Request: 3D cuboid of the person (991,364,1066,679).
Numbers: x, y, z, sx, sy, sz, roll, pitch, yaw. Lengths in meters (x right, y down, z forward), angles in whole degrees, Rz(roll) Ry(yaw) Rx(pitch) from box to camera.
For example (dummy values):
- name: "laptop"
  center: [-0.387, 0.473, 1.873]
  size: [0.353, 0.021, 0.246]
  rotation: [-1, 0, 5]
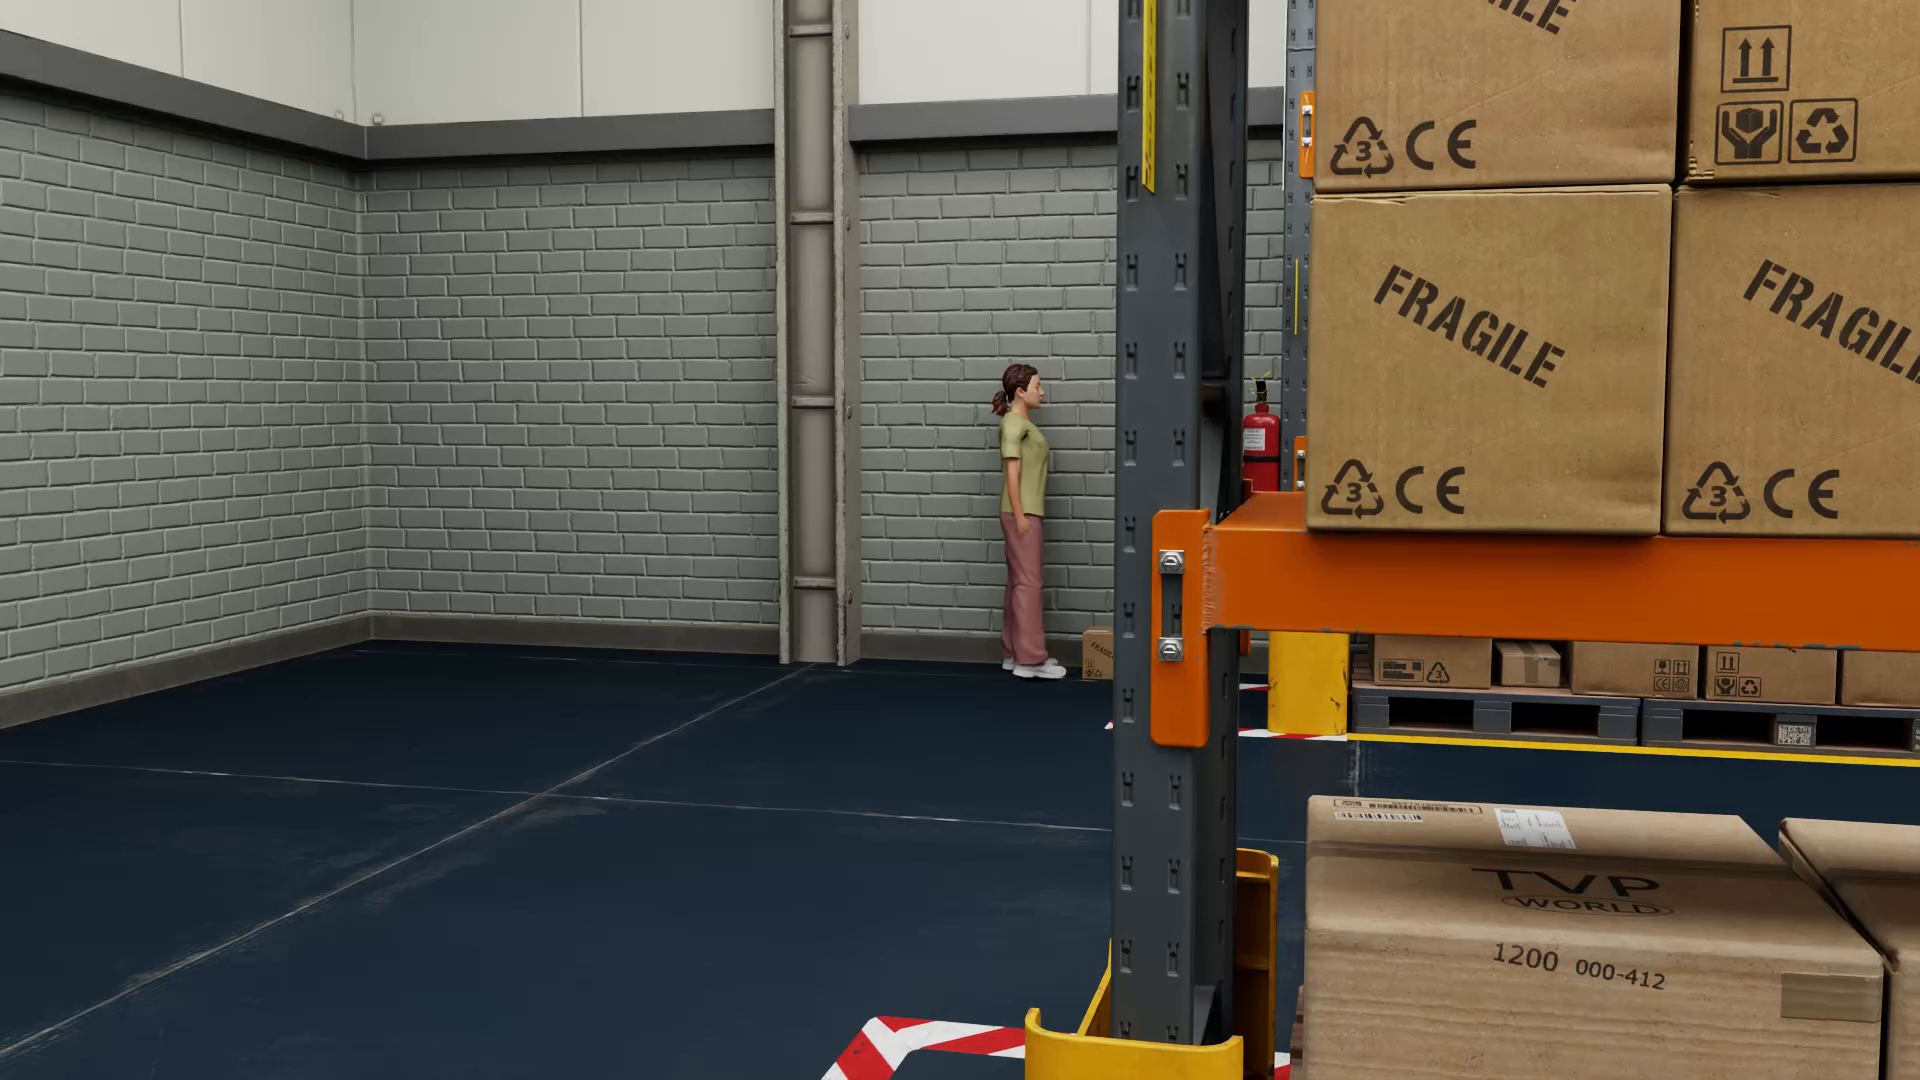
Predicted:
- name: "person"
  center: [0.370, -0.110, 8.978]
  size: [0.424, 1.676, 0.533]
  rotation: [0, 5, 5]
